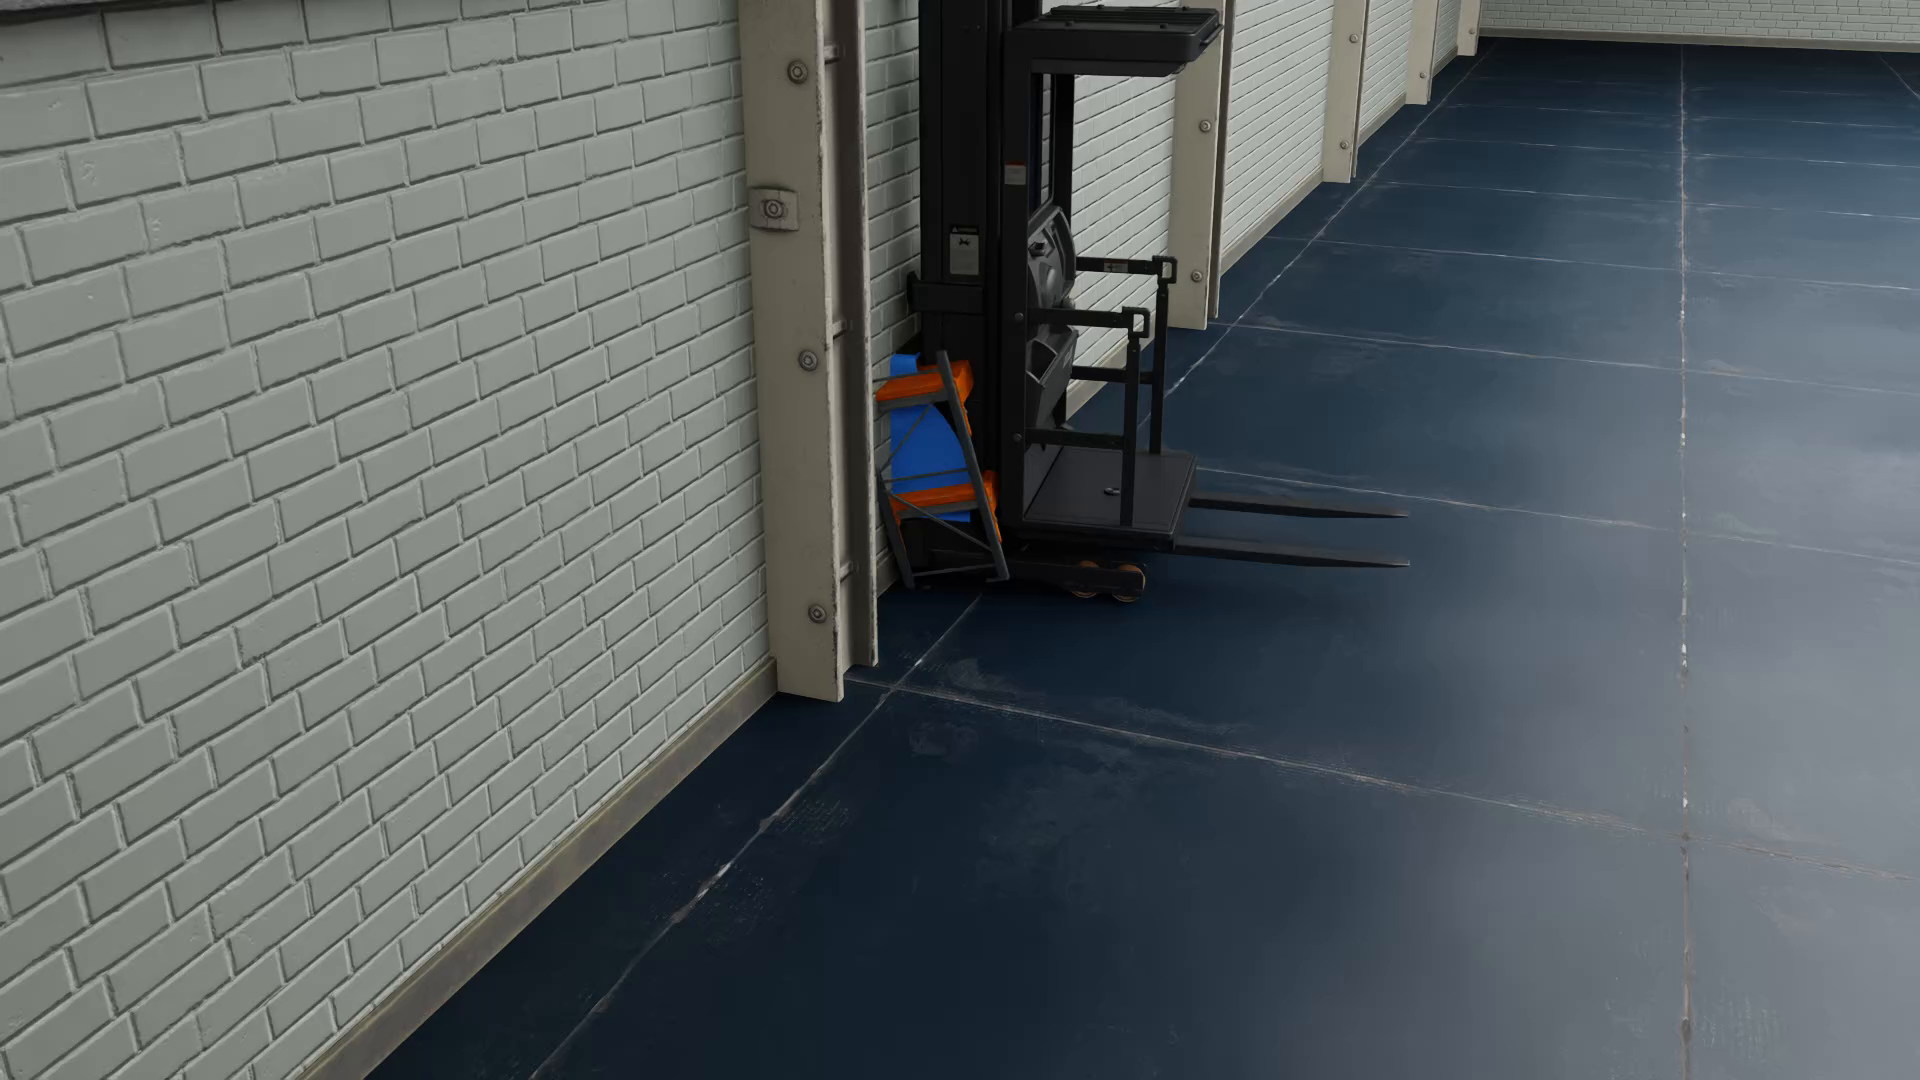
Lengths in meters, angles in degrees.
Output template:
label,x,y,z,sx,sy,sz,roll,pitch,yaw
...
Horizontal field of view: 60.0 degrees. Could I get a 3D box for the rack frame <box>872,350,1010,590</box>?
label,x,y,z,sx,sy,sz,roll,pitch,yaw
rack frame,-0.154,-0.286,7.438,0.500,1.125,0.032,-8,26,19

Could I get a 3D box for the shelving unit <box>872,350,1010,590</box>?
label,x,y,z,sx,sy,sz,roll,pitch,yaw
shelving unit,-0.040,-0.525,7.871,0.538,1.125,1.048,-8,26,19

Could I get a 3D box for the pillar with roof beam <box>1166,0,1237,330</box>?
label,x,y,z,sx,sy,sz,roll,pitch,yaw
pillar with roof beam,5.666,-5.122,8.838,9.100,9.000,0.400,9,24,20

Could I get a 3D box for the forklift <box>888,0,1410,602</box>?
label,x,y,z,sx,sy,sz,roll,pitch,yaw
forklift,0.607,-1.296,7.549,3.031,2.935,1.130,5,23,13

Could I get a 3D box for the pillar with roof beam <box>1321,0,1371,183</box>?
label,x,y,z,sx,sy,sz,roll,pitch,yaw
pillar with roof beam,7.895,-7.270,13.978,9.100,9.000,0.400,9,24,20

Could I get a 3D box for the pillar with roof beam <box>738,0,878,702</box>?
label,x,y,z,sx,sy,sz,roll,pitch,yaw
pillar with roof beam,3.438,-2.975,3.698,9.100,9.000,0.400,9,24,20

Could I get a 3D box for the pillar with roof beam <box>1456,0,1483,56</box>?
label,x,y,z,sx,sy,sz,roll,pitch,yaw
pillar with roof beam,12.353,-11.564,24.259,9.100,9.000,0.400,9,24,20

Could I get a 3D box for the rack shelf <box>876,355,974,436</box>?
label,x,y,z,sx,sy,sz,roll,pitch,yaw
rack shelf,-0.115,-0.781,7.750,0.538,0.278,1.000,-8,26,19

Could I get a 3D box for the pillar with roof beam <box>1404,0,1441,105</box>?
label,x,y,z,sx,sy,sz,roll,pitch,yaw
pillar with roof beam,10.124,-9.417,19.119,9.100,9.000,0.400,9,24,20

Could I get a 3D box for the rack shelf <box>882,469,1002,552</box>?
label,x,y,z,sx,sy,sz,roll,pitch,yaw
rack shelf,0.023,-0.311,7.973,0.538,0.278,1.000,-8,26,19
